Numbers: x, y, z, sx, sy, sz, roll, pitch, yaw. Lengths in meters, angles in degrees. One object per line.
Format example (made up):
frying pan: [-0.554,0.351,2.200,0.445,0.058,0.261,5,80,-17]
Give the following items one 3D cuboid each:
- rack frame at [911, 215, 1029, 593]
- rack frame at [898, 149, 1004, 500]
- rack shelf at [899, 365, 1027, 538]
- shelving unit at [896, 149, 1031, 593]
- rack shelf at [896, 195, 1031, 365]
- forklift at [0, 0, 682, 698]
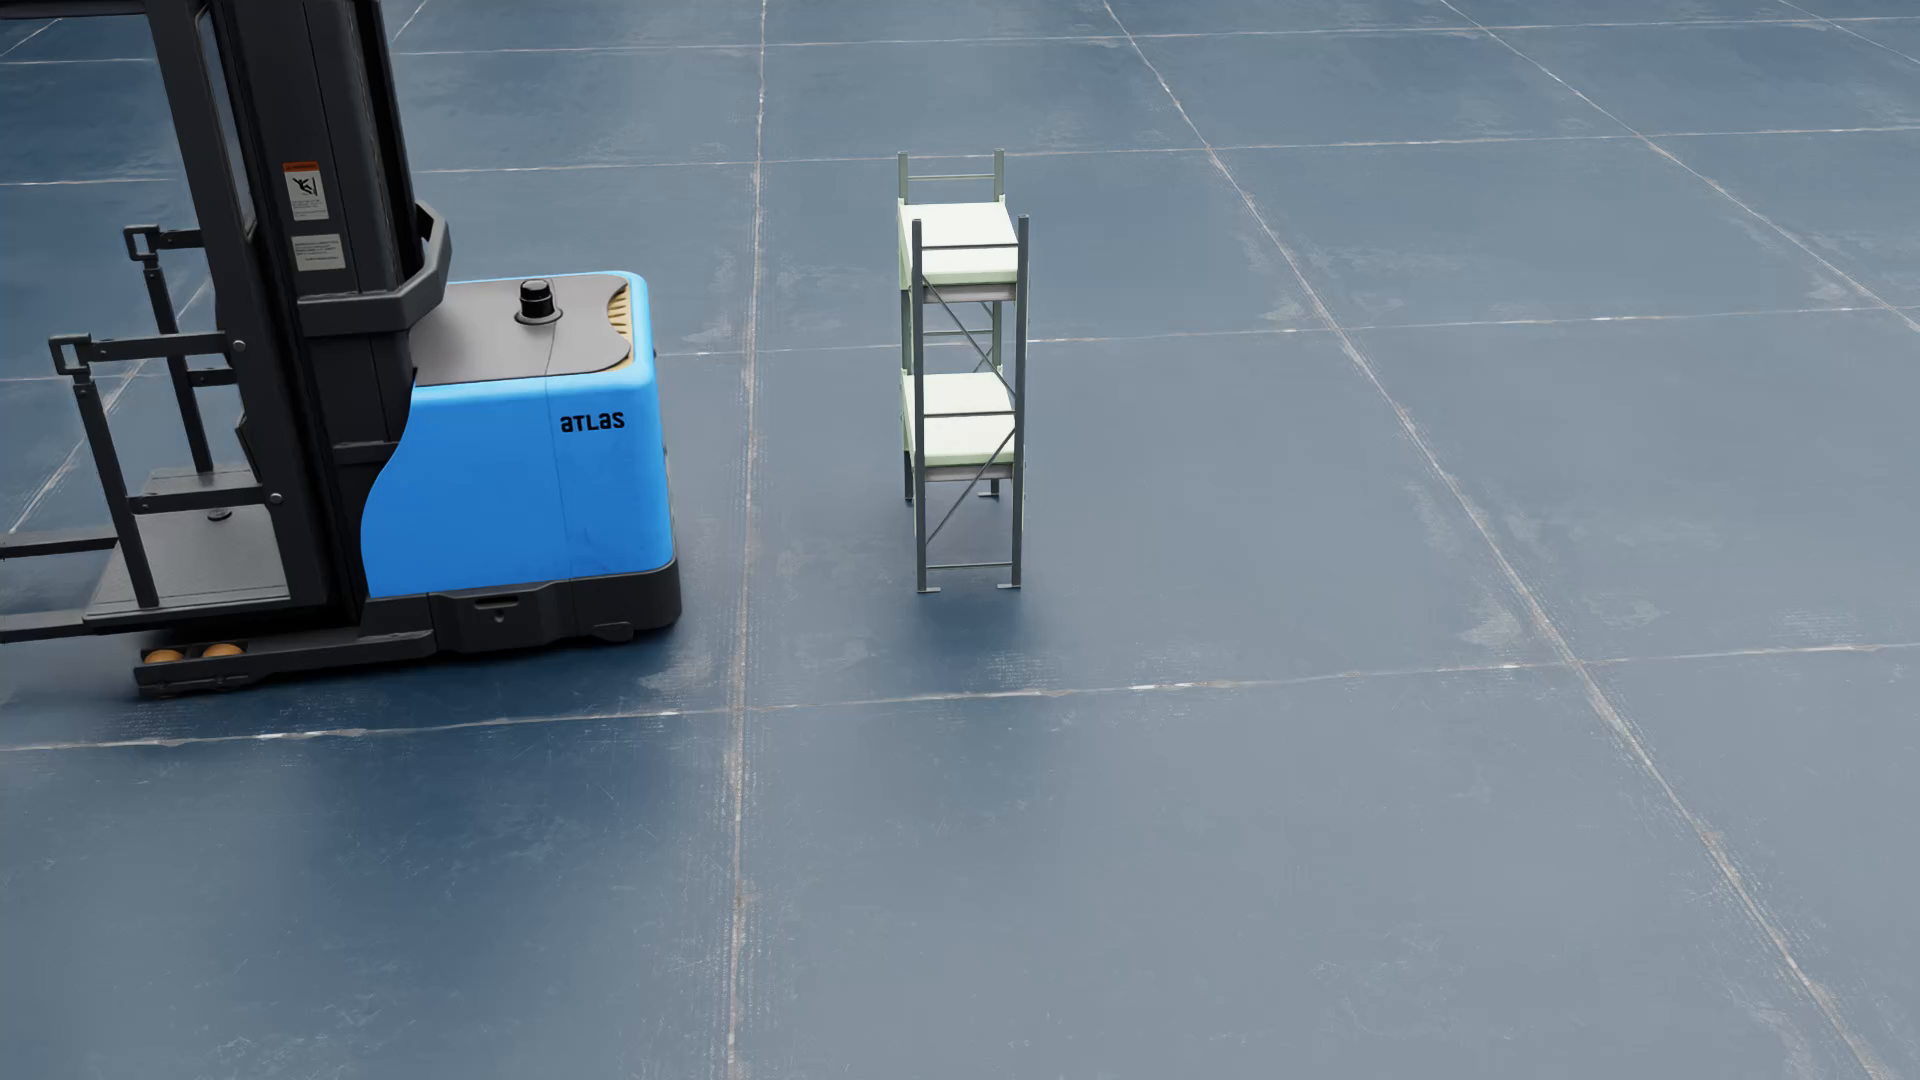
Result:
rack frame: [0.035,-0.454,6.047,0.400,1.500,0.023,-3,31,-5]
rack frame: [-0.034,-0.827,6.673,0.400,1.500,0.023,-3,31,-5]
rack shelf: [0.001,-0.361,6.527,0.431,0.370,0.720,-3,31,-5]
shelving unit: [0.001,-0.640,6.360,0.431,1.500,0.755,-3,31,-5]
rack shelf: [0.001,-0.976,6.160,0.431,0.370,0.720,-3,31,-5]
forklift: [-2.599,-1.001,5.568,3.031,2.935,1.130,-6,31,-9]
